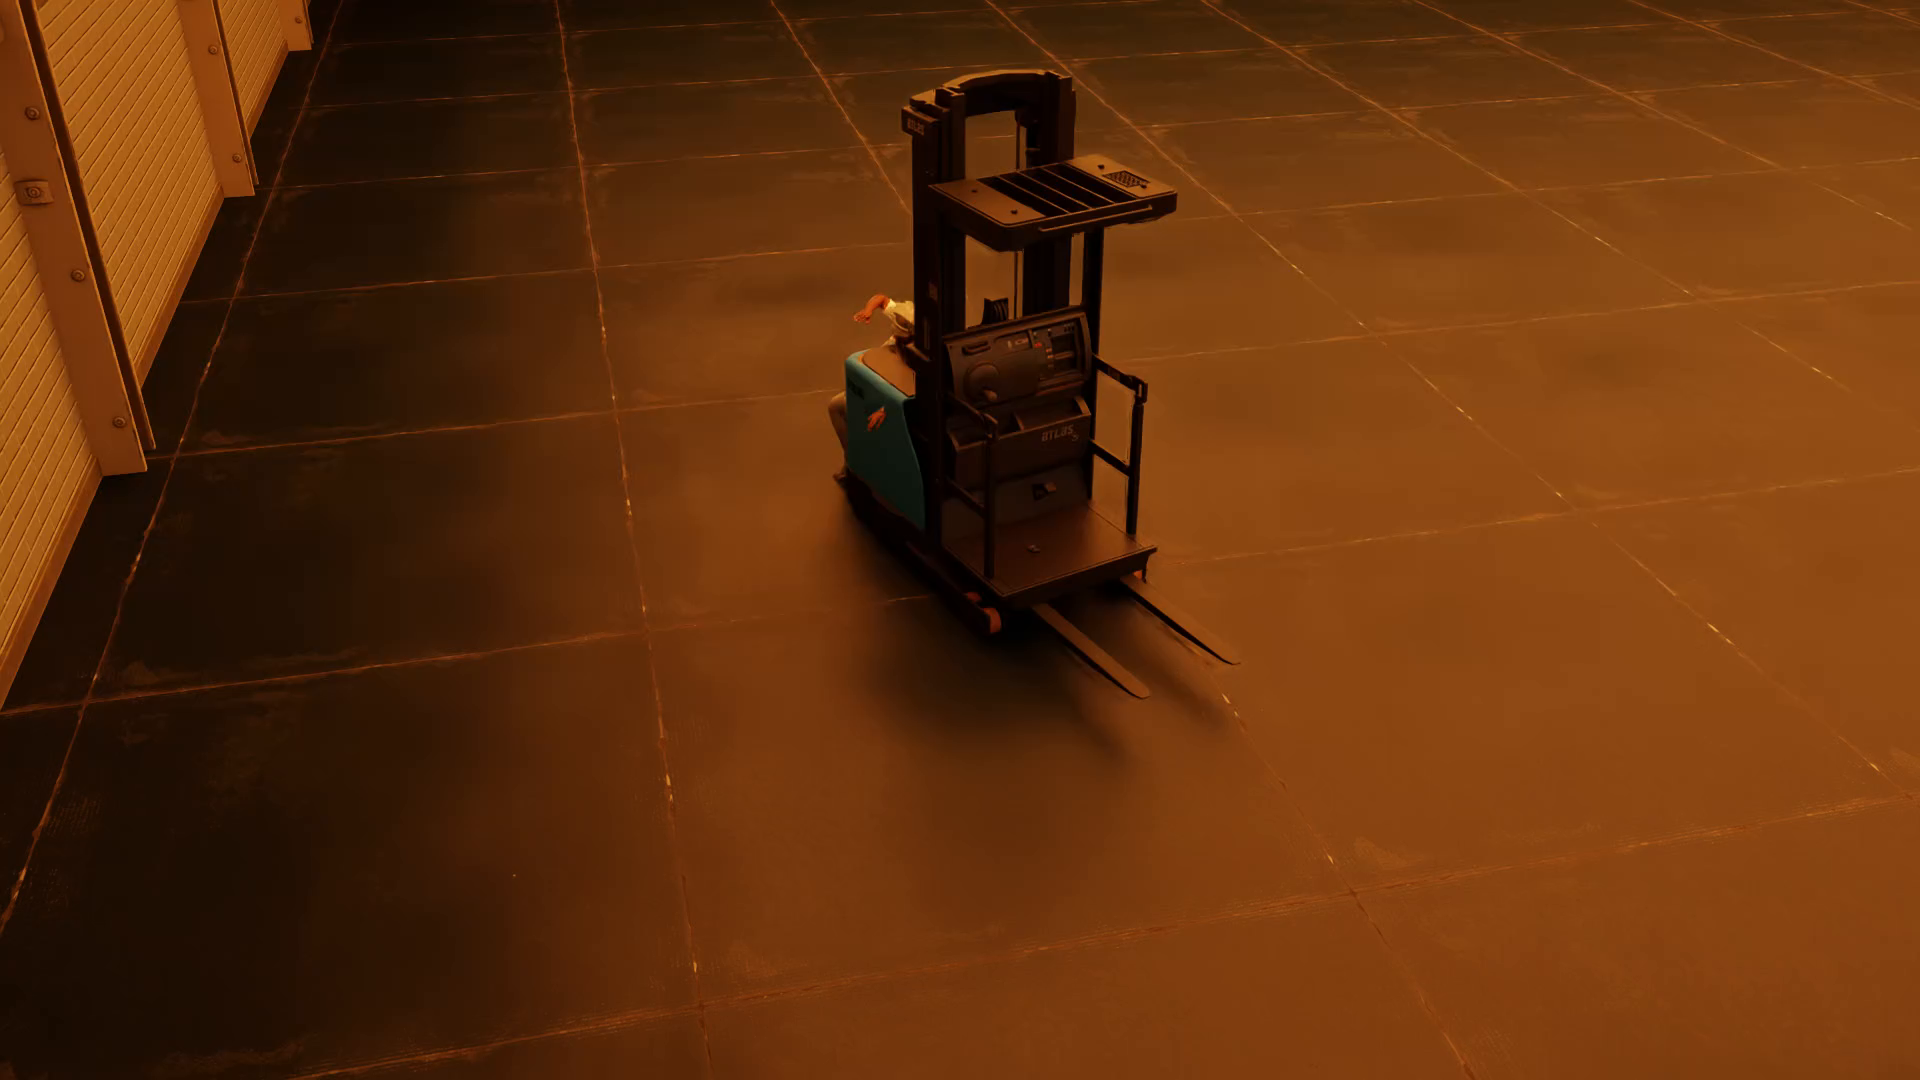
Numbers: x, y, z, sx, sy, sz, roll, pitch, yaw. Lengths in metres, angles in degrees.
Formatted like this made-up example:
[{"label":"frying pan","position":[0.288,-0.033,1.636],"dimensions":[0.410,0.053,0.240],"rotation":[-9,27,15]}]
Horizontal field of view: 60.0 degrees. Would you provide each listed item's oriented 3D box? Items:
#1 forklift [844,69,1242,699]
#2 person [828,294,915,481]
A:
[{"label":"forklift","position":[0.452,-0.987,9.280],"dimensions":[1.130,2.935,3.031],"rotation":[-17,34,-26]},{"label":"person","position":[-0.584,-0.814,10.552],"dimensions":[0.882,1.398,0.965],"rotation":[17,34,26]}]
